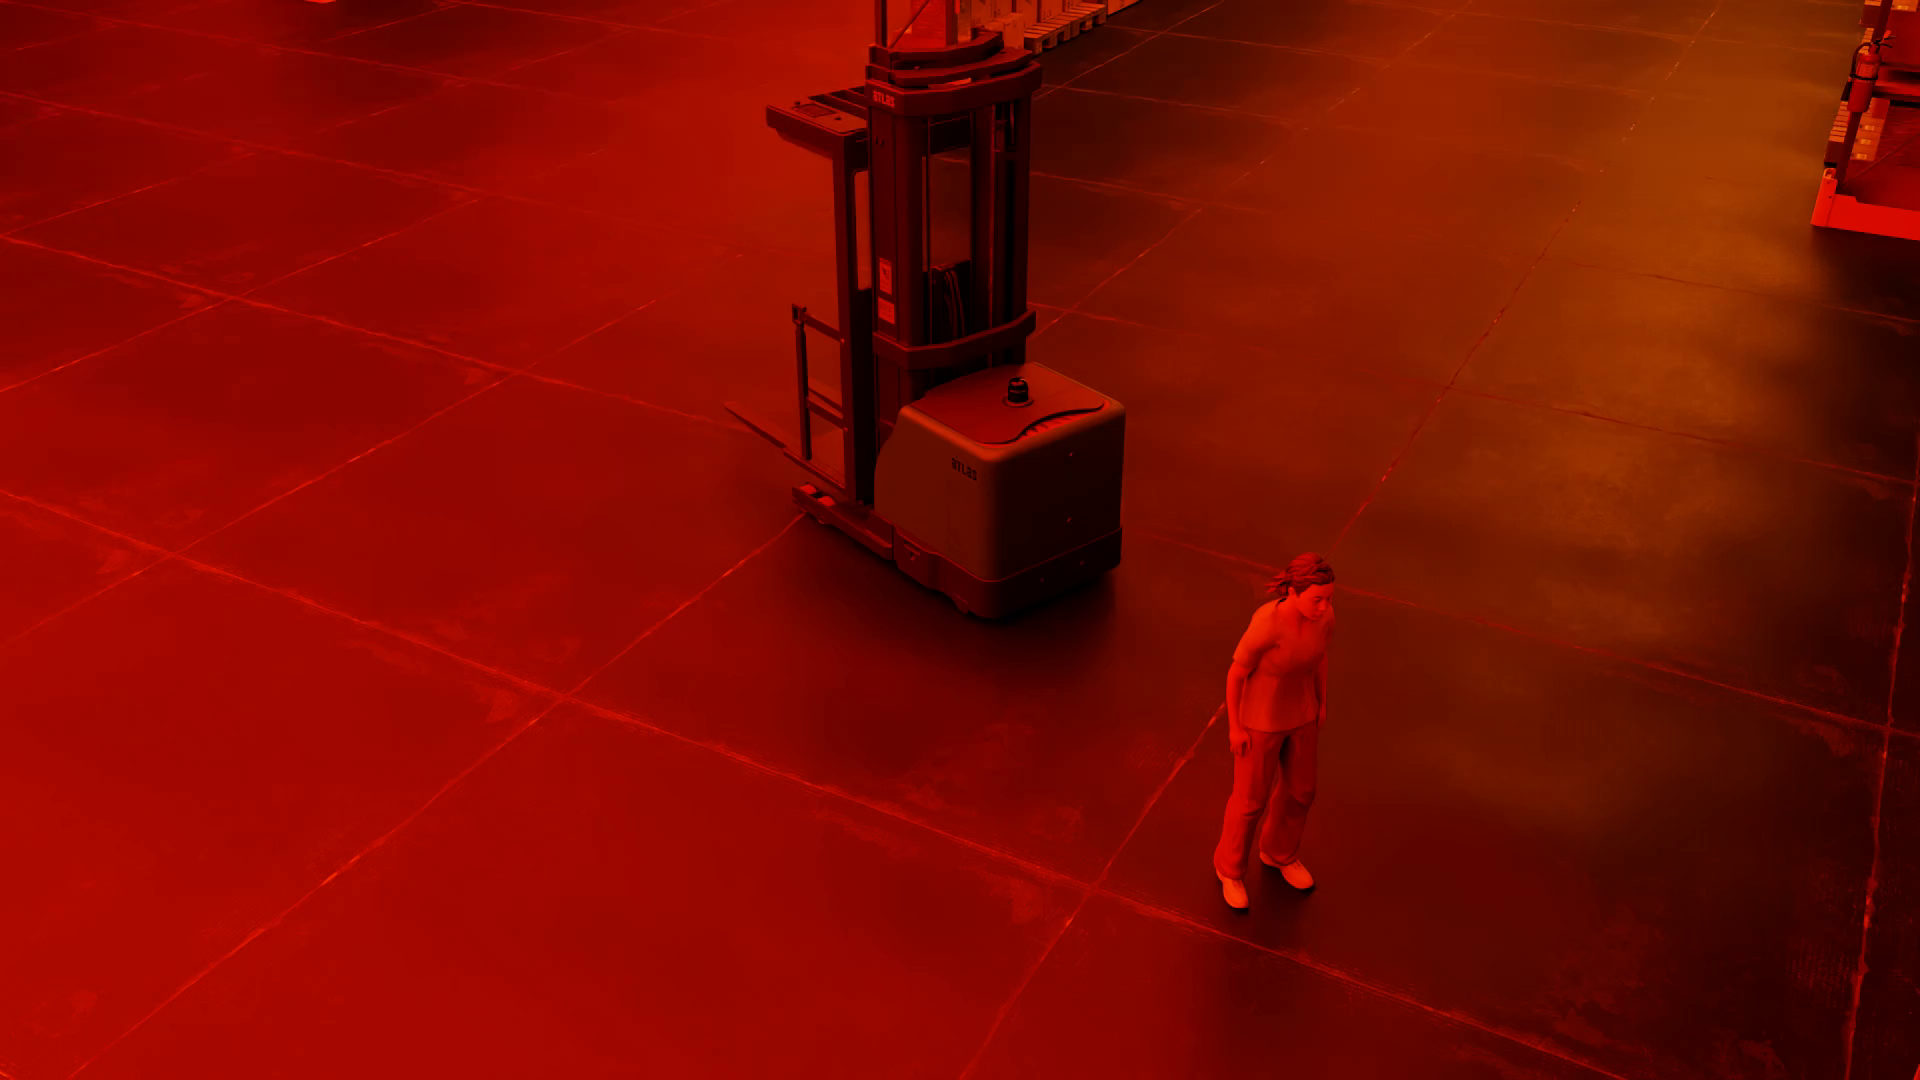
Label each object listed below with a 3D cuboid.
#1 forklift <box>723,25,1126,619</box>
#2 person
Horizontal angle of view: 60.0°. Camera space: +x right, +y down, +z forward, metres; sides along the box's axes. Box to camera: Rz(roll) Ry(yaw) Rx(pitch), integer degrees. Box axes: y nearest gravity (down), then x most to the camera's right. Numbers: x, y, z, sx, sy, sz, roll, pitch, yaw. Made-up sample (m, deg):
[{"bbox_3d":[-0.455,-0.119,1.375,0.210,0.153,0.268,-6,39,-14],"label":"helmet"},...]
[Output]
[{"bbox_3d":[-0.382,-1.507,9.682,1.130,2.935,3.031,-22,37,-33],"label":"forklift"},{"bbox_3d":[1.351,0.770,6.997,0.500,1.672,0.363,-13,32,-21],"label":"person"}]
